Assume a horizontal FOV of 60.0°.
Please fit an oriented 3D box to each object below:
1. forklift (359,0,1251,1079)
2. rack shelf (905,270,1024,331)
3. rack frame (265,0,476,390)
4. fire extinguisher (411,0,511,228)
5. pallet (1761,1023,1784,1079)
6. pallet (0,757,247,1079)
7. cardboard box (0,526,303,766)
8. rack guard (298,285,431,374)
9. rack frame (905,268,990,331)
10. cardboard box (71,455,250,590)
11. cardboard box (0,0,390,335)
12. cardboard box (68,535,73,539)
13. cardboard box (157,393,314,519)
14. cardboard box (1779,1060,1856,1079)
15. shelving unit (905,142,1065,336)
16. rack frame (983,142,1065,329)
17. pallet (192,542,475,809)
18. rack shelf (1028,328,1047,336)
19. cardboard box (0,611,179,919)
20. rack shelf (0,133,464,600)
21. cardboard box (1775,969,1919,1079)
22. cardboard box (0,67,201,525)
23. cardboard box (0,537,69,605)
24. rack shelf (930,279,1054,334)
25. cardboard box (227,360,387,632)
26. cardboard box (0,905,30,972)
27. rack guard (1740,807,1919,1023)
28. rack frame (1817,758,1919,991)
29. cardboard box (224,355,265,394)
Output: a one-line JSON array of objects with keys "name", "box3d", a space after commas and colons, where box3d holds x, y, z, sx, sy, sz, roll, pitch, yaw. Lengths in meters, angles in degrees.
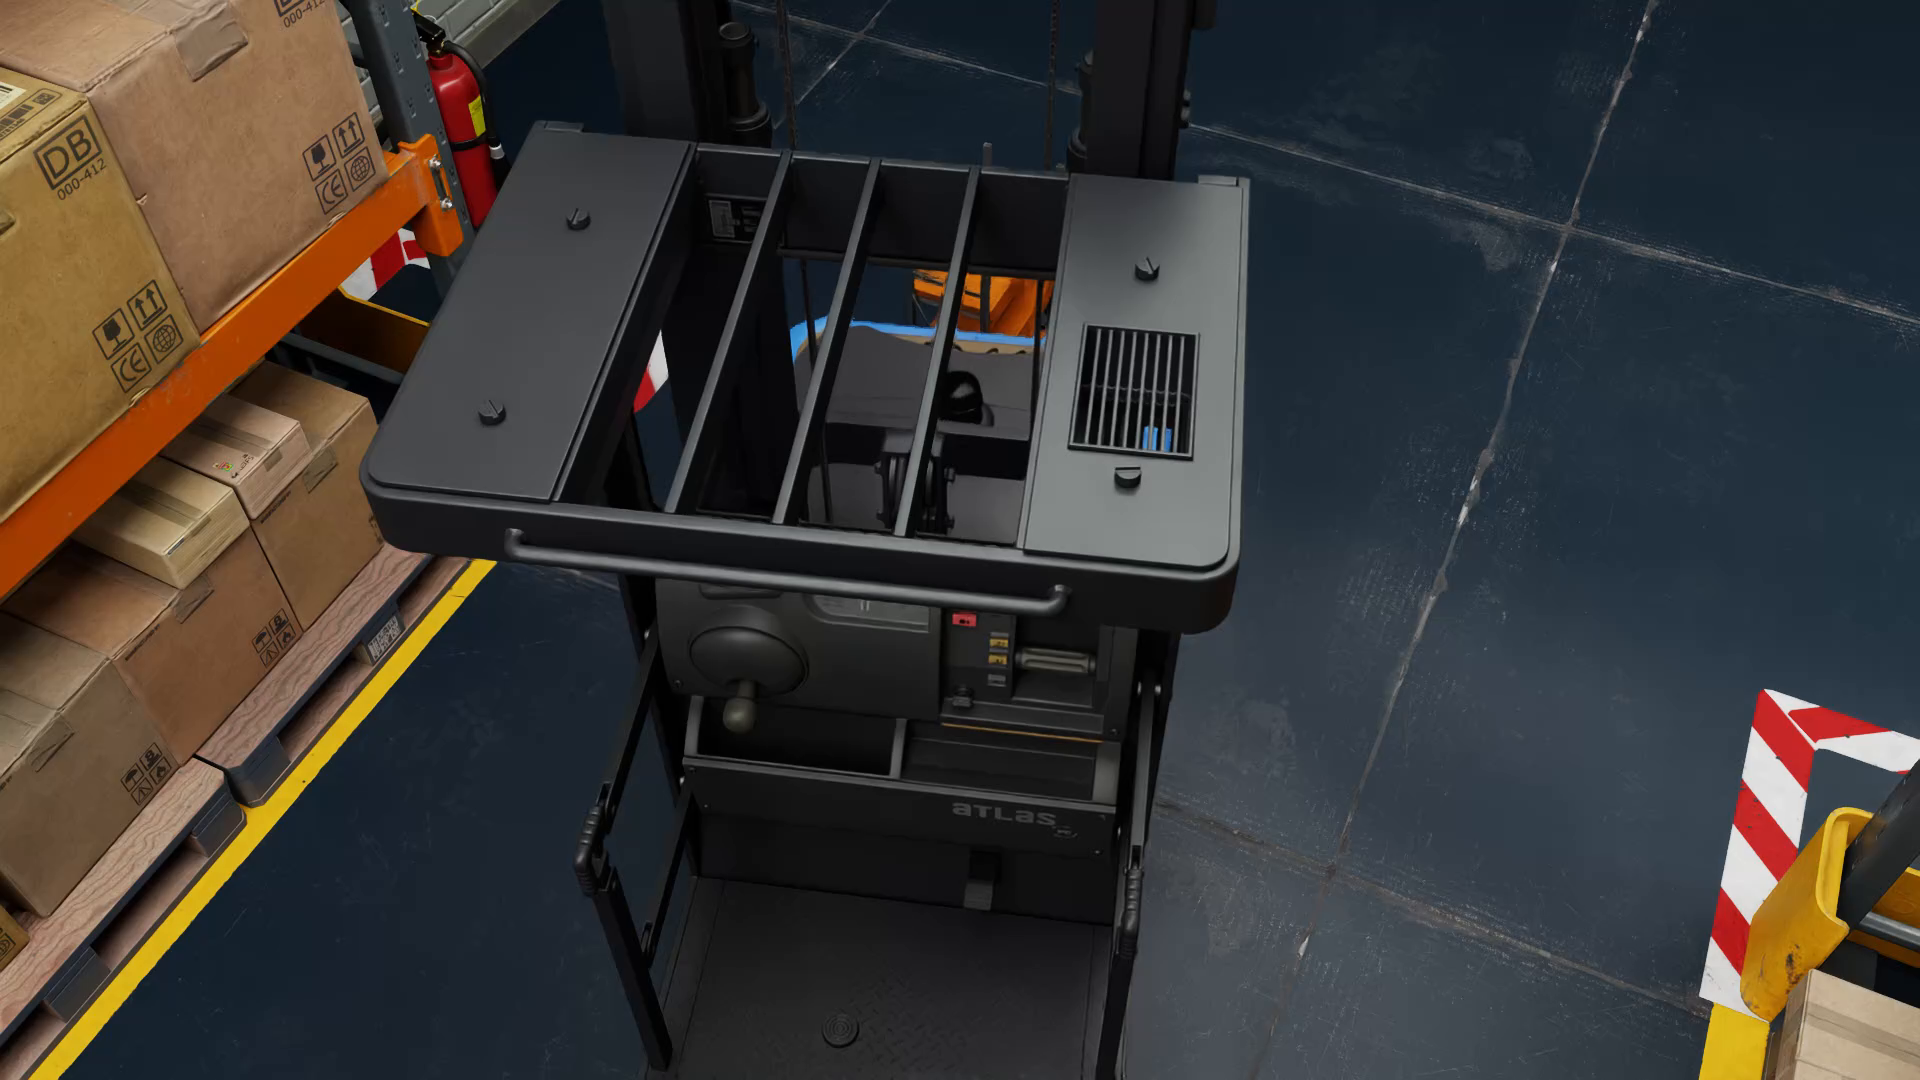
[{"name": "forklift", "box3d": [-0.151, 0.313, 3.059, 1.130, 2.935, 3.031, 6, 50, 5]}, {"name": "rack shelf", "box3d": [0.071, -0.757, 4.591, 0.258, 0.148, 0.480, 20, 52, 16]}, {"name": "rack frame", "box3d": [-1.869, -1.368, 4.445, 1.000, 3.000, 0.127, 20, 52, 16]}, {"name": "fire extinguisher", "box3d": [-1.387, -1.176, 4.577, 0.296, 0.674, 0.183, 20, 52, 16]}, {"name": "pallet", "box3d": [2.239, 1.746, 3.626, 1.003, 0.211, 1.213, 20, 52, 16]}, {"name": "pallet", "box3d": [-2.662, 0.948, 4.305, 1.003, 0.211, 1.213, 20, 52, 16]}, {"name": "cardboard box", "box3d": [-2.291, 0.165, 4.506, 0.700, 0.500, 0.500, 20, 52, 16]}, {"name": "rack guard", "box3d": [-1.859, -0.575, 5.411, 1.175, 0.500, 0.348, 20, 52, 16]}, {"name": "rack frame", "box3d": [-0.034, -0.335, 4.747, 0.240, 1.200, 0.015, 20, 52, 16]}, {"name": "cardboard box", "box3d": [-2.076, -0.066, 4.276, 0.380, 0.149, 0.250, 21, 53, 17]}, {"name": "cardboard box", "box3d": [-2.078, -1.111, 4.029, 0.980, 0.700, 0.700, 22, 53, 18]}, {"name": "cardboard box", "box3d": [-2.421, -0.192, 4.384, 0.380, 0.149, 0.250, 20, 52, 16]}, {"name": "cardboard box", "box3d": [-1.968, -0.242, 4.426, 0.380, 0.149, 0.250, 19, 52, 16]}, {"name": "cardboard box", "box3d": [2.015, 1.365, 3.690, 0.380, 0.166, 0.250, 20, 52, 16]}, {"name": "shelving unit", "box3d": [0.071, -0.503, 4.890, 0.258, 1.200, 0.503, 20, 52, 16]}, {"name": "rack frame", "box3d": [0.175, -0.671, 5.033, 0.240, 1.200, 0.015, 20, 52, 16]}, {"name": "pallet", "box3d": [-2.140, 0.111, 5.017, 1.003, 0.211, 1.213, 20, 52, 16]}, {"name": "rack shelf", "box3d": [0.071, -0.459, 4.941, 0.258, 0.148, 0.480, 20, 52, 16]}, {"name": "cardboard box", "box3d": [-2.506, 0.511, 4.211, 0.700, 0.500, 0.500, 18, 52, 15]}, {"name": "rack shelf", "box3d": [-2.724, 0.242, 3.547, 1.077, 0.370, 4.000, 20, 52, 16]}, {"name": "cardboard box", "box3d": [2.122, 1.199, 3.844, 0.380, 0.149, 0.250, 20, 52, 16]}, {"name": "cardboard box", "box3d": [-2.379, -0.607, 3.600, 0.980, 0.700, 0.700, 19, 52, 16]}, {"name": "cardboard box", "box3d": [-2.528, -0.020, 4.237, 0.380, 0.149, 0.250, 20, 53, 16]}, {"name": "rack shelf", "box3d": [0.071, -0.604, 4.771, 0.258, 0.148, 0.480, 20, 52, 16]}, {"name": "cardboard box", "box3d": [-2.078, -0.180, 4.799, 0.700, 0.500, 0.500, 20, 52, 16]}, {"name": "cardboard box", "box3d": [-2.727, 0.881, 3.897, 0.700, 0.500, 0.500, 21, 53, 17]}, {"name": "rack guard", "box3d": [2.579, 1.103, 3.983, 1.175, 0.500, 0.348, 20, 52, 16]}, {"name": "rack frame", "box3d": [2.611, 0.241, 3.076, 1.000, 3.000, 0.127, 20, 52, 16]}, {"name": "cardboard box", "box3d": [-2.205, -0.541, 4.681, 0.380, 0.149, 0.250, 20, 53, 16]}]
